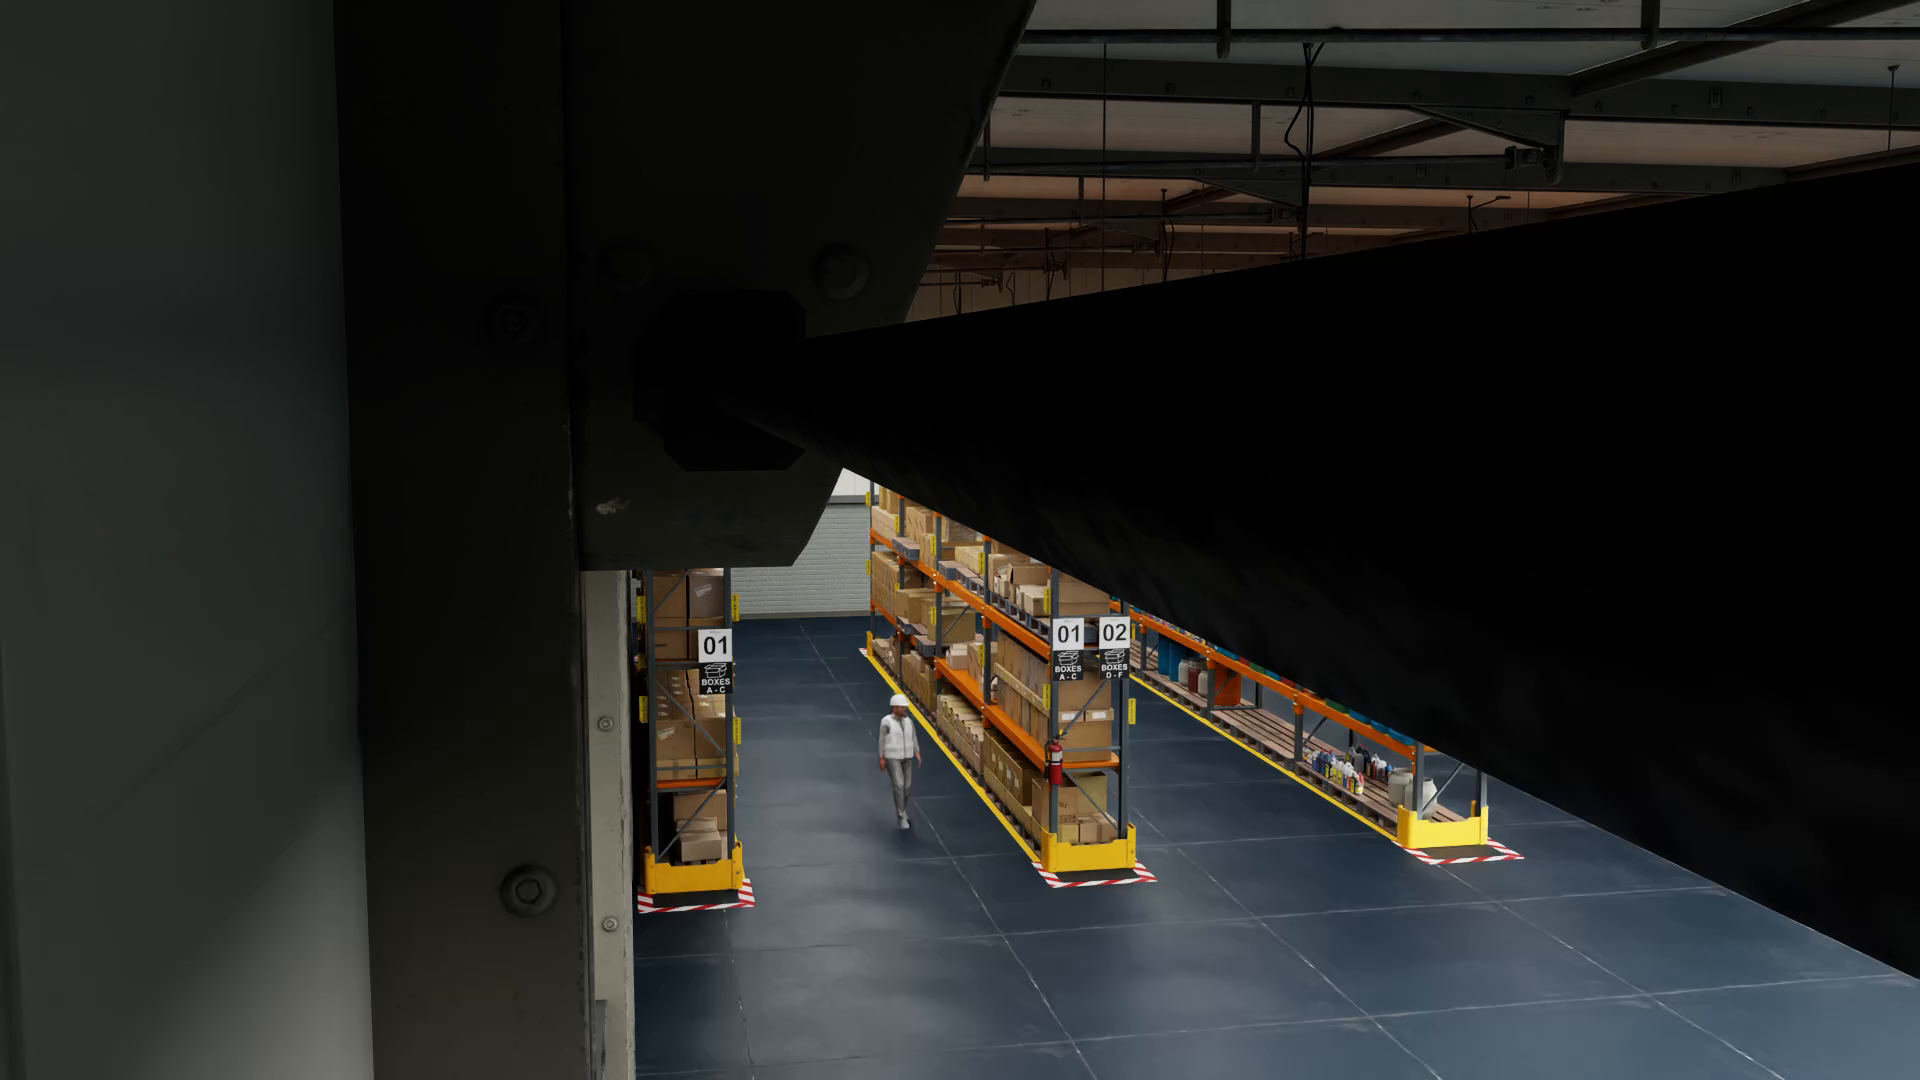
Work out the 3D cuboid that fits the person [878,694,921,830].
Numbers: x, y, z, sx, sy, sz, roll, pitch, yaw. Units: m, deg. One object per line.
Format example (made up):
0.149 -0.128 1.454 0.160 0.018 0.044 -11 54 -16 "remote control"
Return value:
-0.767 3.060 23.067 0.561 1.785 0.676 -4 7 -35 "person"
